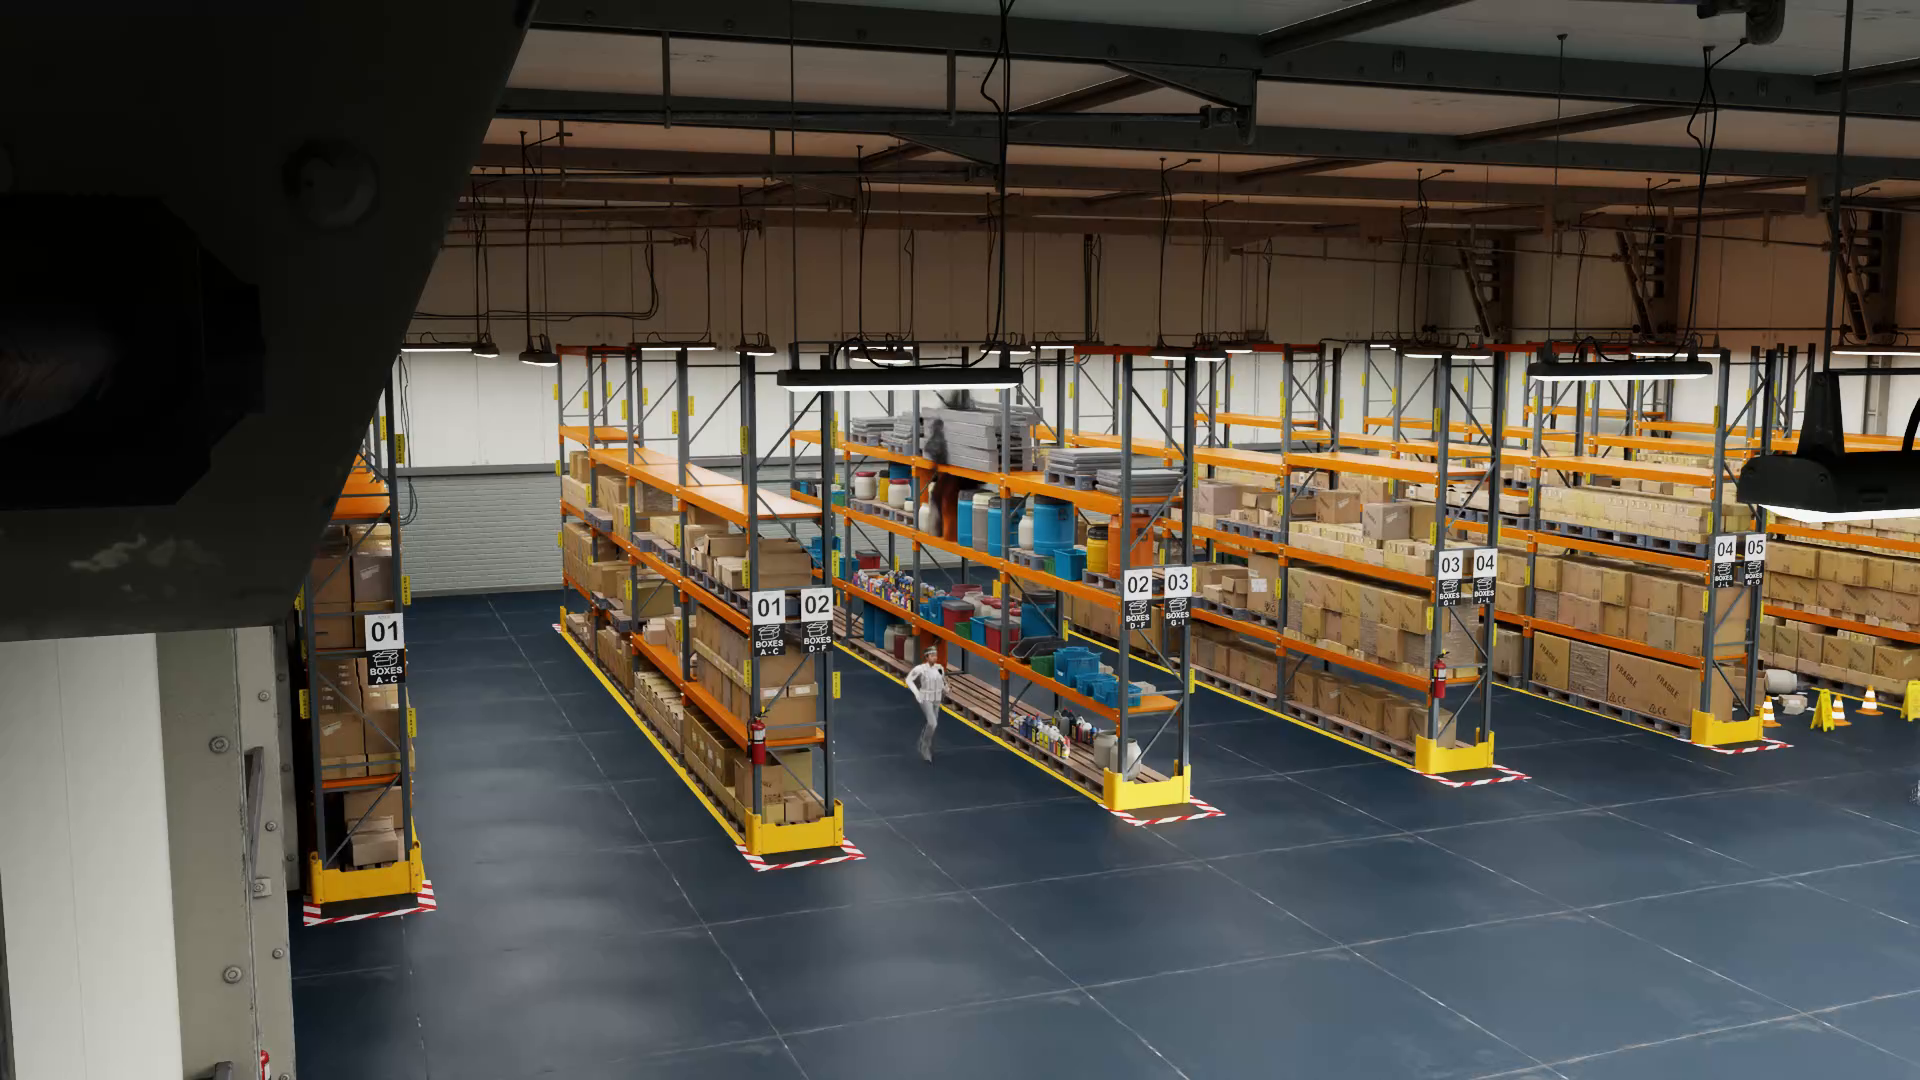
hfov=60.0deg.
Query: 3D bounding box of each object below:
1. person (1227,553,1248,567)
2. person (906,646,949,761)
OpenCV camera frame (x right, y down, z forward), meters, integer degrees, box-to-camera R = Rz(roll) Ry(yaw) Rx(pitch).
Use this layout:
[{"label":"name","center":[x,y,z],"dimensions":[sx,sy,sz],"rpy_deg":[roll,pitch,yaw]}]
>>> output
[{"label":"person","center":[6.961,0.110,41.898],"dimensions":[0.894,1.837,0.651],"rpy_deg":[-5,9,-32]},{"label":"person","center":[-0.432,2.401,24.510],"dimensions":[0.588,1.710,0.686],"rpy_deg":[-5,9,-36]}]
